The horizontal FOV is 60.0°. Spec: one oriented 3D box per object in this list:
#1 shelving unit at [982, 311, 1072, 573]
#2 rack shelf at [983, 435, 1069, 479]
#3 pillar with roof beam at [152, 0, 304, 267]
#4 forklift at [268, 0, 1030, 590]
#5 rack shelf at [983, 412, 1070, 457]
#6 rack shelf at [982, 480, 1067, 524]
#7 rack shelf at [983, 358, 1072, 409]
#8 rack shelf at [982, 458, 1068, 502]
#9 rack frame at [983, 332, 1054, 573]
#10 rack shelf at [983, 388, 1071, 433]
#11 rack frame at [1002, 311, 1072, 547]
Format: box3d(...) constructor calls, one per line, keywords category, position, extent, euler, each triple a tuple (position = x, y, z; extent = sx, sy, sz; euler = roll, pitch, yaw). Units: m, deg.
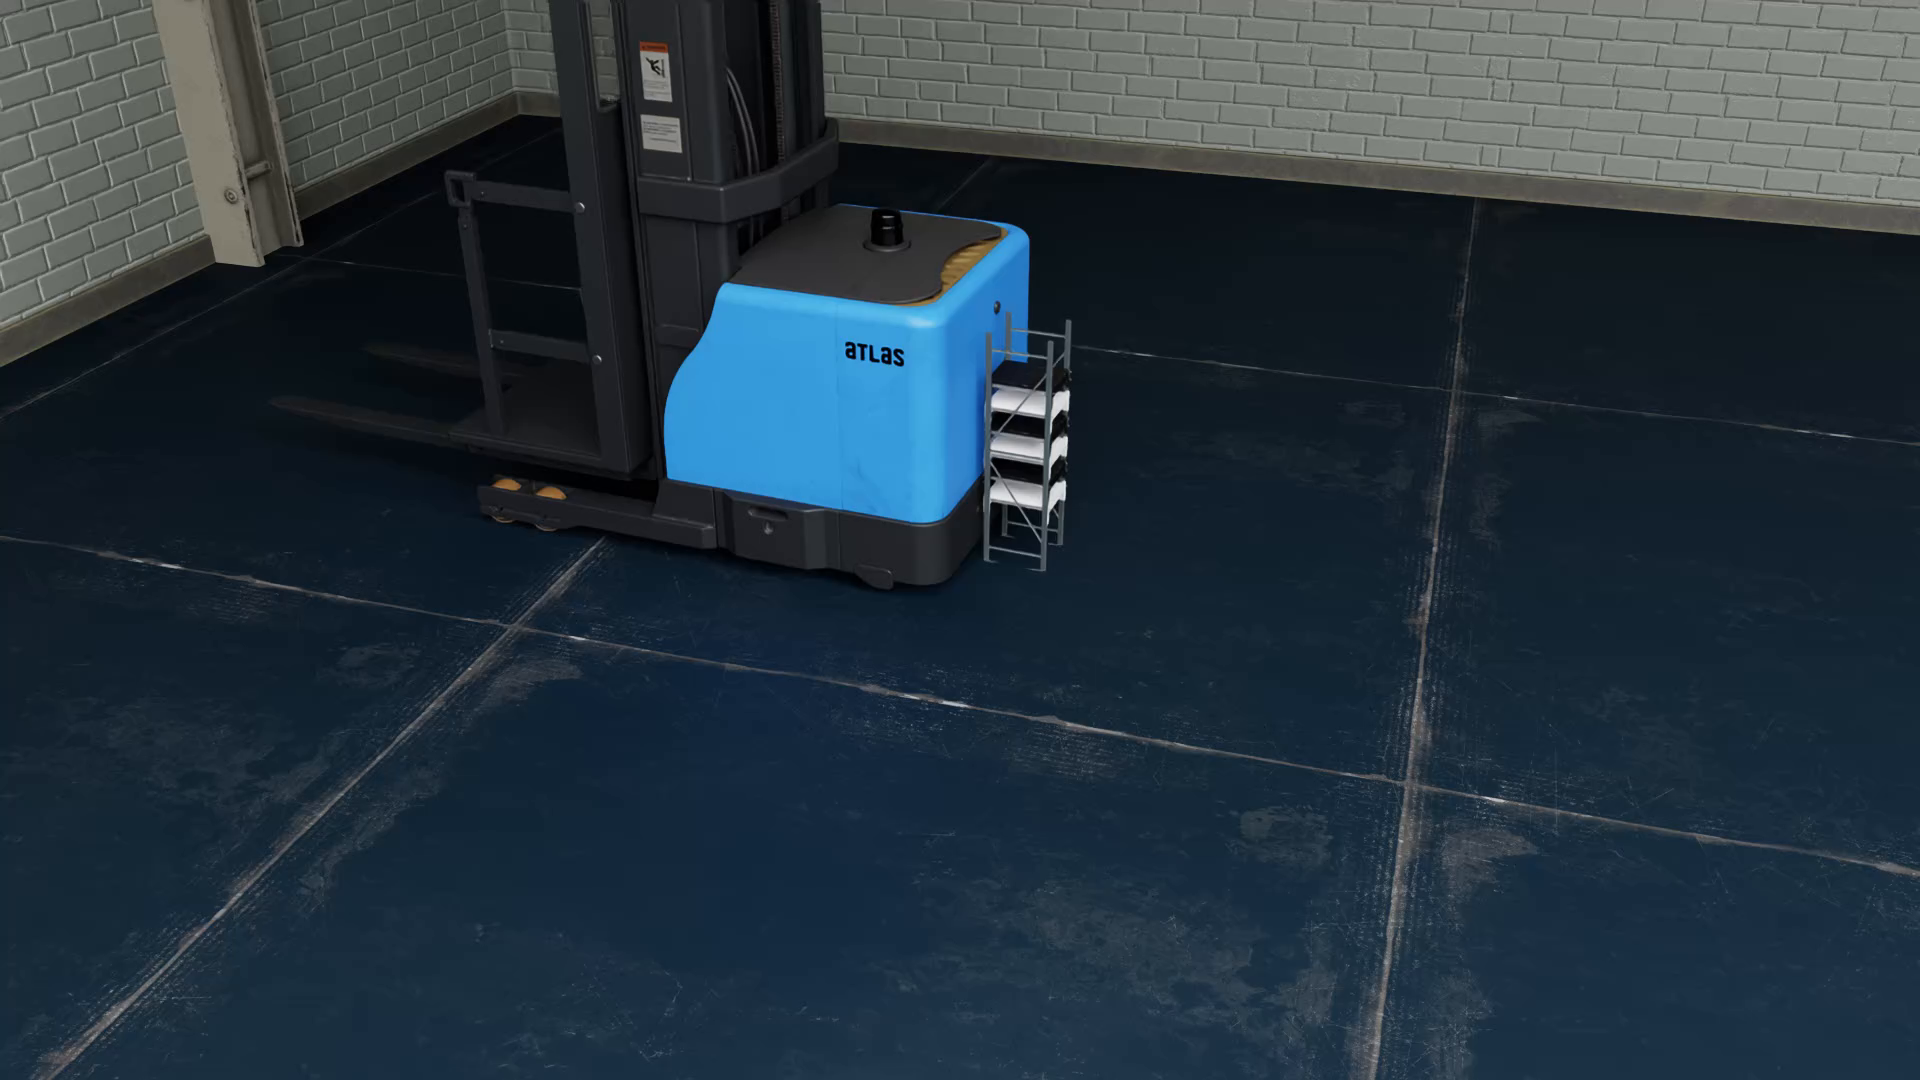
box3d(category="shelving unit", position=(0.237, -0.343, 5.939), extent=(0.258, 0.900, 0.210), euler=(11, 31, 18))
box3d(category="rack shelf", position=(0.236, -0.314, 5.955), extent=(0.258, 0.077, 0.200), euler=(11, 31, 18))
box3d(category="pillar with roof beam", position=(0.289, -4.887, 5.778), extent=(9.100, 9.000, 0.400), euler=(8, 30, 15))
box3d(category="forklift", position=(-1.301, -1.540, 6.004), extent=(3.031, 2.935, 1.130), euler=(10, 31, 18))
box3d(category="rack shelf", position=(0.237, -0.392, 5.911), extent=(0.258, 0.077, 0.200), euler=(11, 31, 18))
box3d(category="rack shelf", position=(0.236, -0.156, 6.043), extent=(0.258, 0.077, 0.200), euler=(11, 31, 18))
box3d(category="rack shelf", position=(0.237, -0.549, 5.824), extent=(0.258, 0.077, 0.200), euler=(11, 31, 18))
box3d(category="rack shelf", position=(0.236, -0.235, 5.999), extent=(0.258, 0.077, 0.200), euler=(11, 31, 18))
box3d(category="rack frame", position=(0.201, -0.296, 5.856), extent=(0.240, 0.900, 0.006), euler=(11, 31, 18))
box3d(category="rack shelf", position=(0.237, -0.471, 5.868), extent=(0.258, 0.077, 0.200), euler=(11, 31, 18))
box3d(category="rack frame", position=(0.272, -0.389, 6.022), extent=(0.240, 0.900, 0.006), euler=(11, 31, 18))
